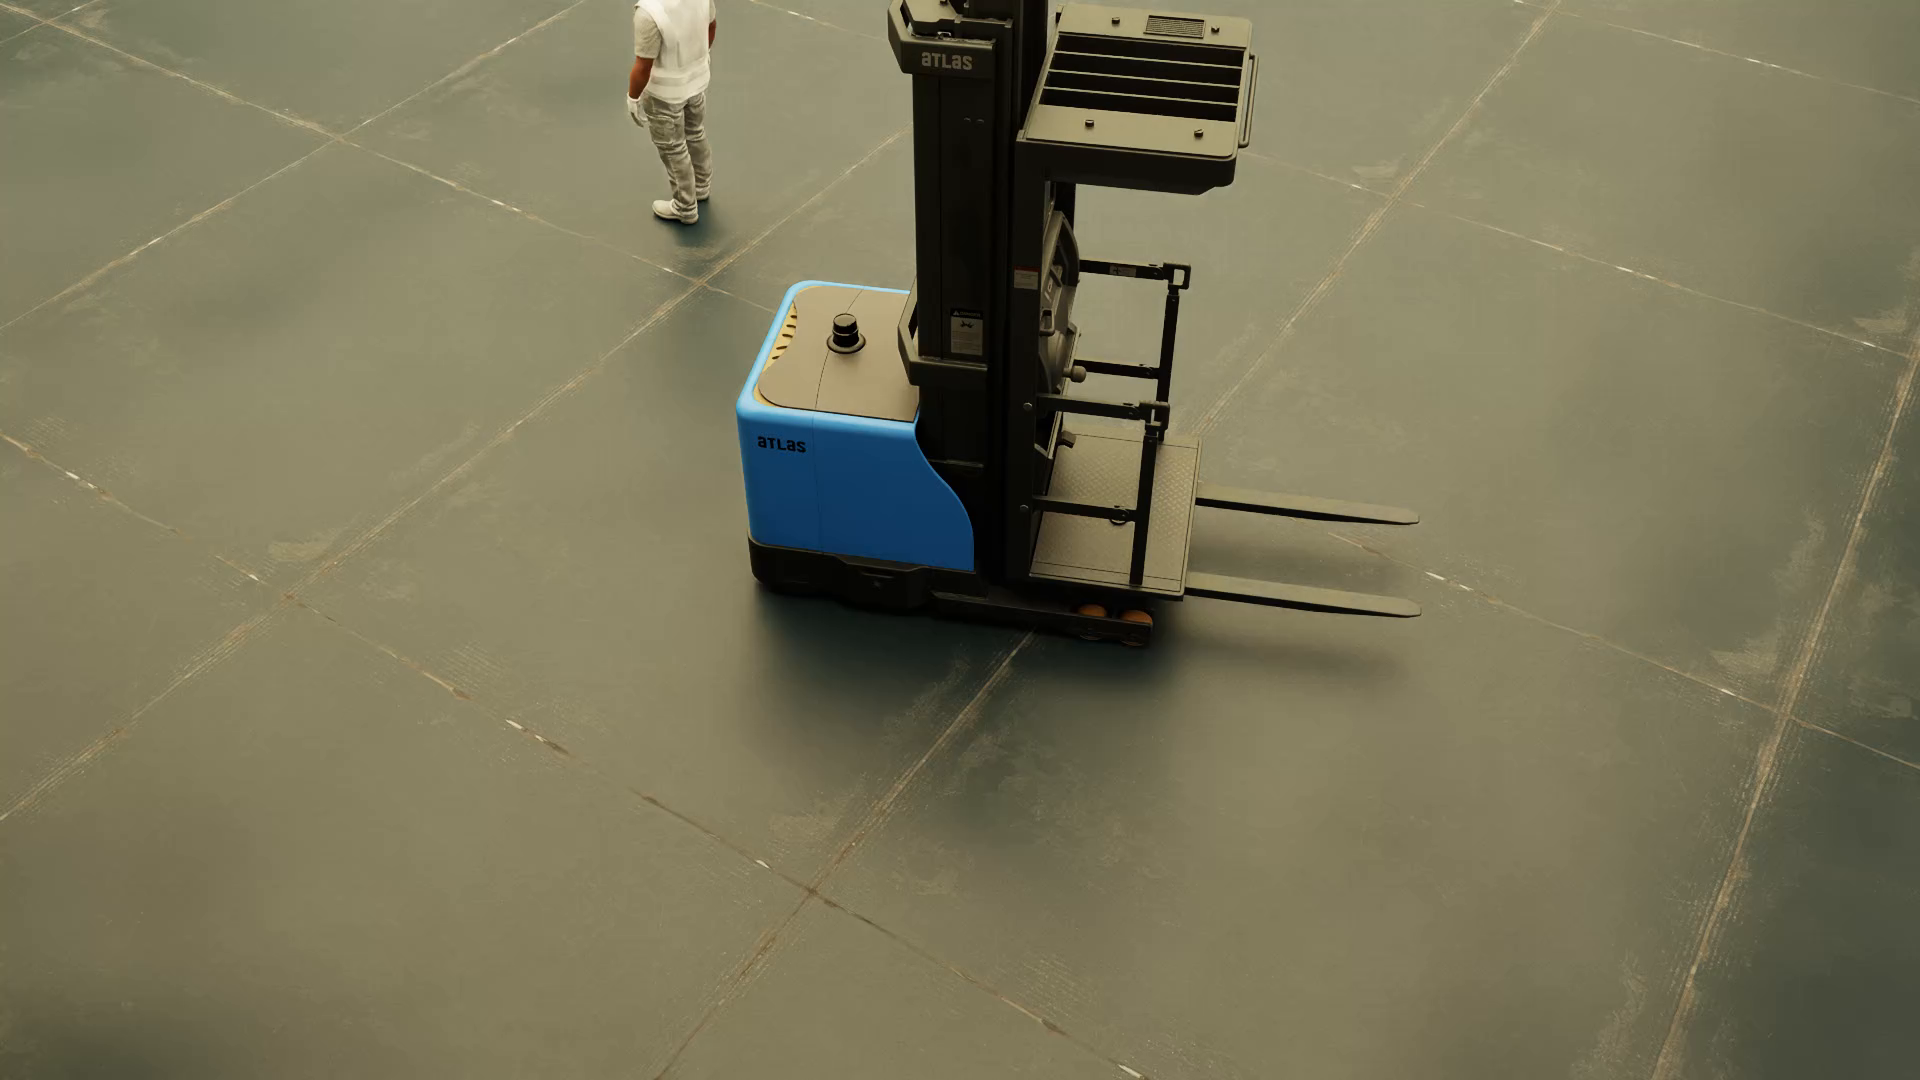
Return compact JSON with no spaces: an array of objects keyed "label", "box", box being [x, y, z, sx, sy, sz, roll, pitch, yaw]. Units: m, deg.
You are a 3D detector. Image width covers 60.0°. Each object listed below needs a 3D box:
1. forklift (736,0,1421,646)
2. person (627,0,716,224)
[{"label":"forklift","box":[0.598,-0.987,6.890,3.031,2.935,1.130,7,44,8]},{"label":"person","box":[-1.680,-2.614,9.430,0.575,1.785,0.656,26,49,25]}]
